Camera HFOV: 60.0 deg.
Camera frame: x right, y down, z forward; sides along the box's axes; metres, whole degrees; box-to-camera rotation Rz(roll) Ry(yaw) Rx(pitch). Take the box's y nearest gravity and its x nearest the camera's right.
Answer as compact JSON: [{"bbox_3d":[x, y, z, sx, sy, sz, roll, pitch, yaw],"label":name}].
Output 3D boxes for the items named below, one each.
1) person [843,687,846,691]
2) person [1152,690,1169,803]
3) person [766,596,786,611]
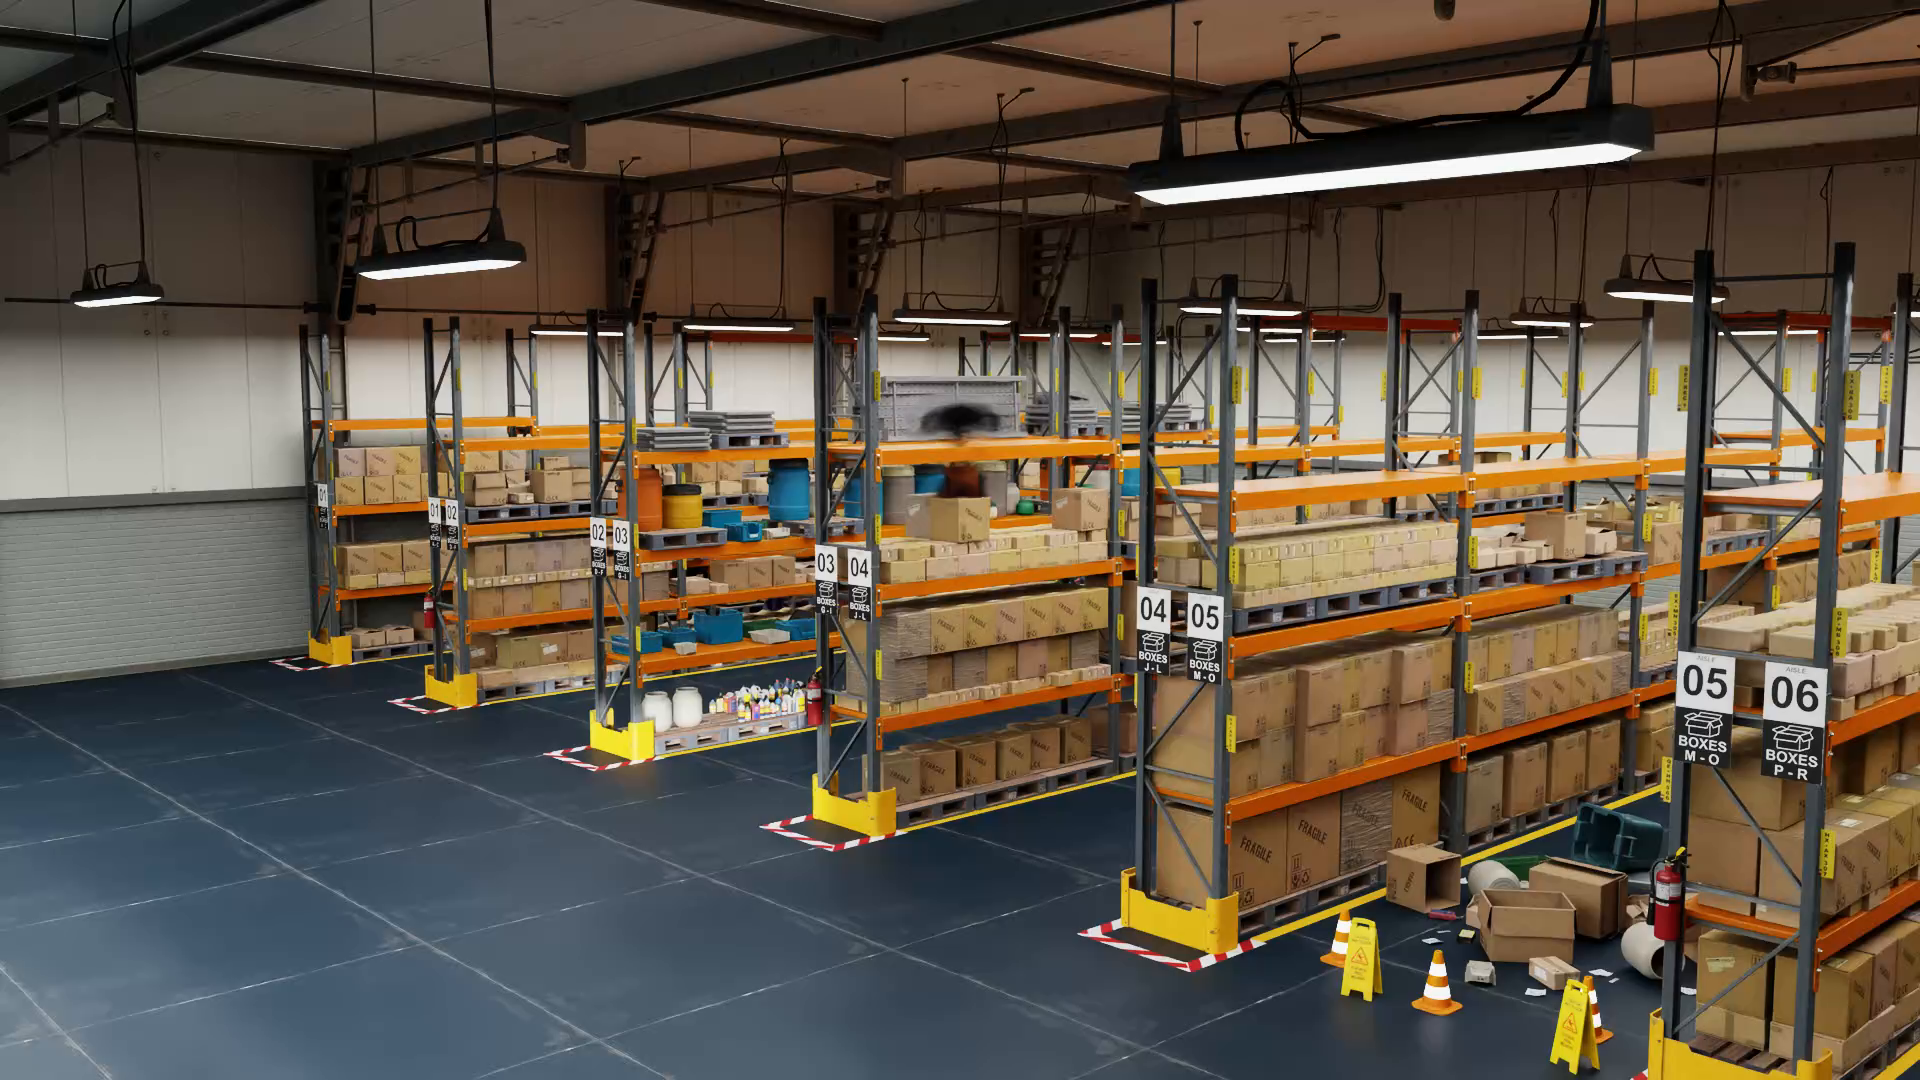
[{"bbox_3d":[-1.537,1.687,26.927,0.610,1.615,0.975,6,8,44],"label":"person"},{"bbox_3d":[2.520,2.472,19.780,0.538,1.494,0.918,4,7,36],"label":"person"},{"bbox_3d":[-3.716,1.084,32.903,0.606,1.539,0.767,4,7,34],"label":"person"}]
